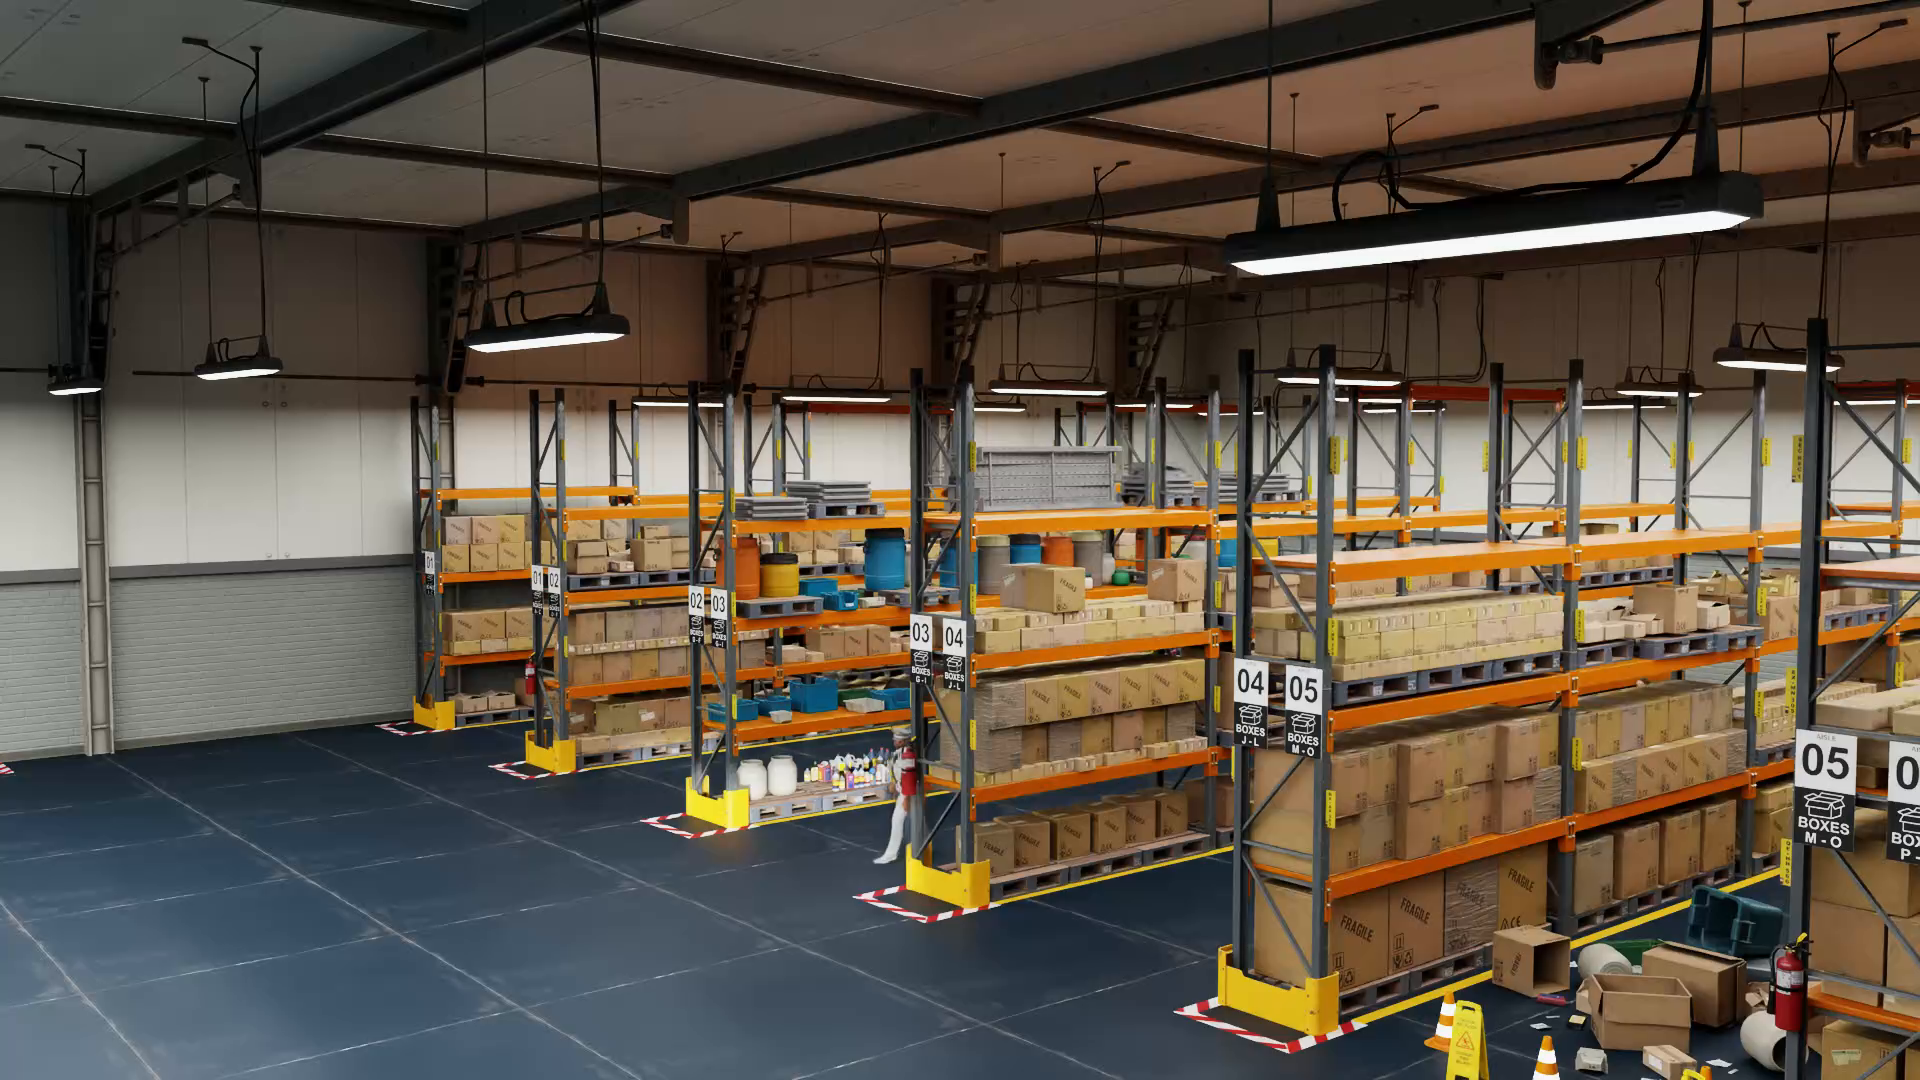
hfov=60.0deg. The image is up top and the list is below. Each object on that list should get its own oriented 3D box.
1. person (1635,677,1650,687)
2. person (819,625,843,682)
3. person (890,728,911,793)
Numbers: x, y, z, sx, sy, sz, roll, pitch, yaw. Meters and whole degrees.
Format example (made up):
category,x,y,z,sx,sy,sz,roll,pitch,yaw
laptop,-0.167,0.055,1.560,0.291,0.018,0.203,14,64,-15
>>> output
category,x,y,z,sx,sy,sz,roll,pitch,yaw
person,10.099,2.871,24.559,0.853,1.718,0.554,-3,4,-41
person,-2.635,2.457,33.649,0.569,1.482,0.755,2,4,31
person,-0.676,2.714,20.550,0.374,0.808,0.426,-1,3,-9
